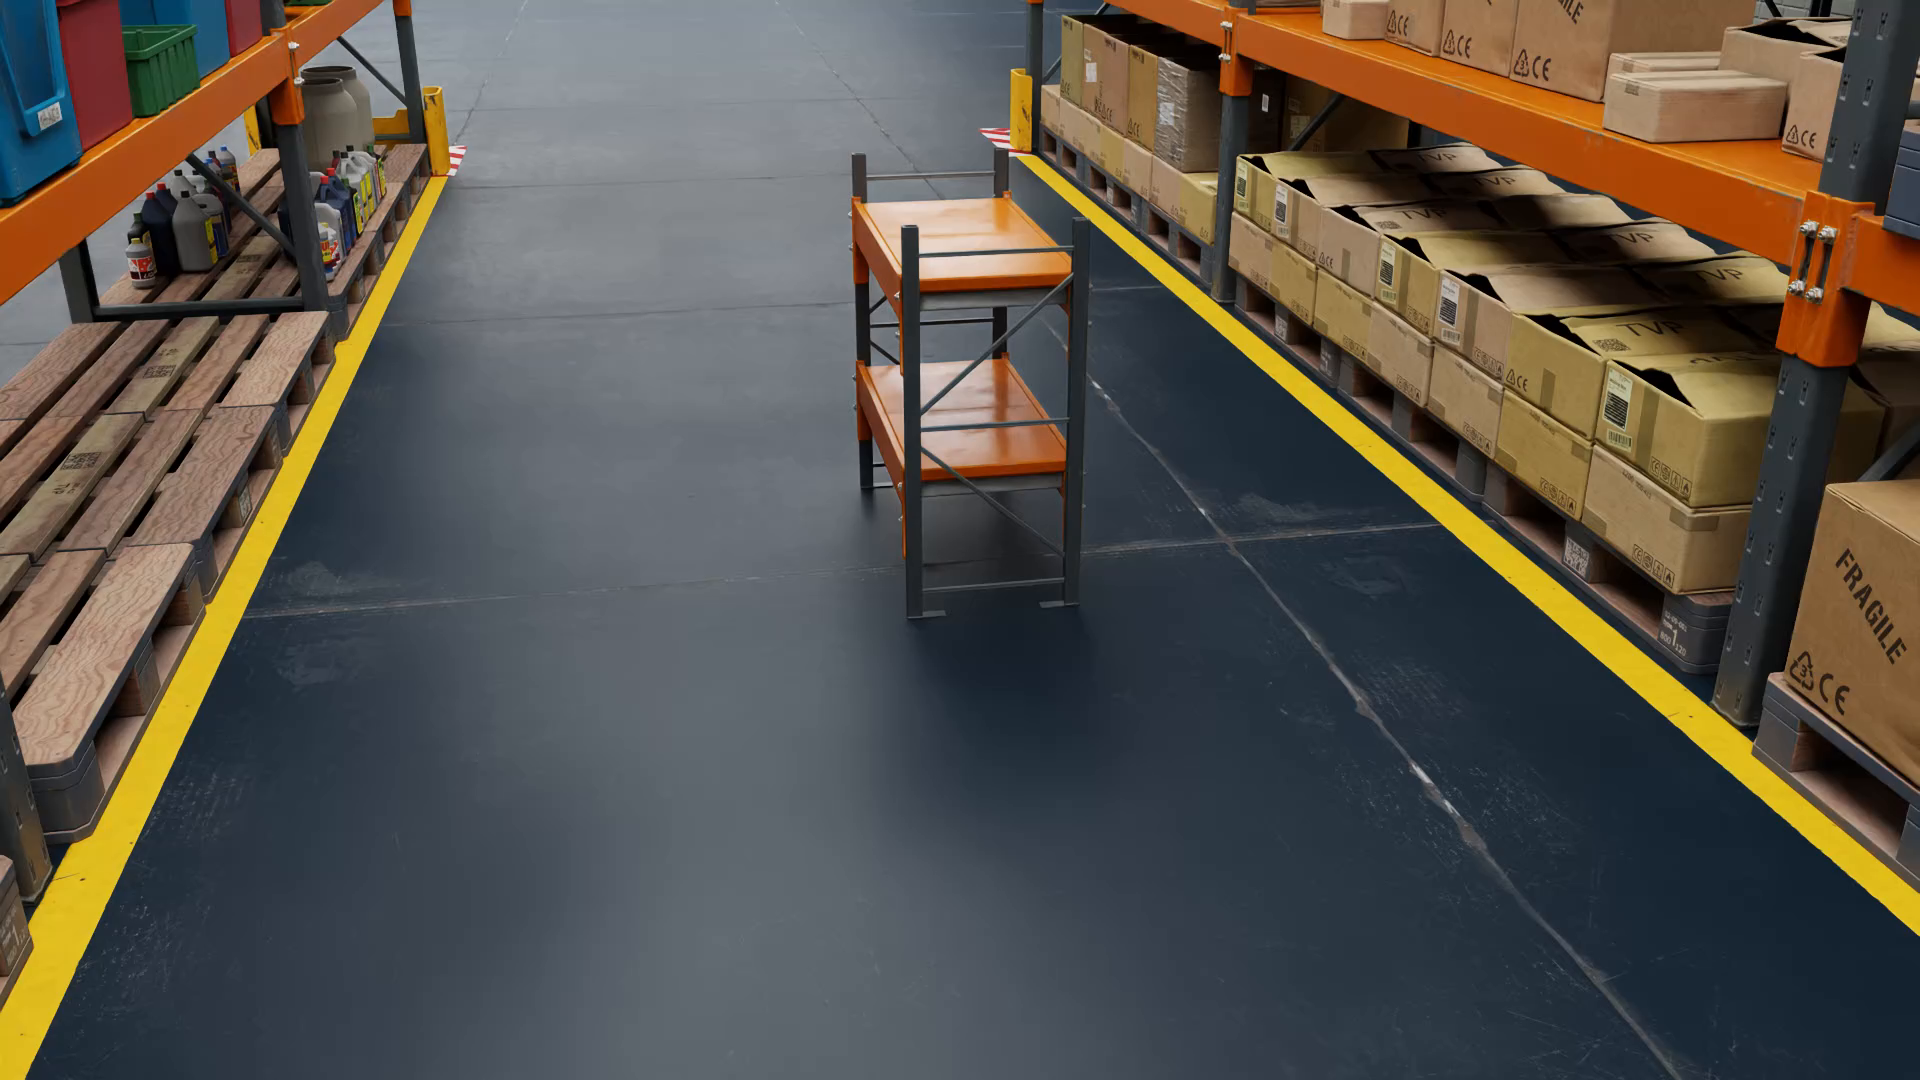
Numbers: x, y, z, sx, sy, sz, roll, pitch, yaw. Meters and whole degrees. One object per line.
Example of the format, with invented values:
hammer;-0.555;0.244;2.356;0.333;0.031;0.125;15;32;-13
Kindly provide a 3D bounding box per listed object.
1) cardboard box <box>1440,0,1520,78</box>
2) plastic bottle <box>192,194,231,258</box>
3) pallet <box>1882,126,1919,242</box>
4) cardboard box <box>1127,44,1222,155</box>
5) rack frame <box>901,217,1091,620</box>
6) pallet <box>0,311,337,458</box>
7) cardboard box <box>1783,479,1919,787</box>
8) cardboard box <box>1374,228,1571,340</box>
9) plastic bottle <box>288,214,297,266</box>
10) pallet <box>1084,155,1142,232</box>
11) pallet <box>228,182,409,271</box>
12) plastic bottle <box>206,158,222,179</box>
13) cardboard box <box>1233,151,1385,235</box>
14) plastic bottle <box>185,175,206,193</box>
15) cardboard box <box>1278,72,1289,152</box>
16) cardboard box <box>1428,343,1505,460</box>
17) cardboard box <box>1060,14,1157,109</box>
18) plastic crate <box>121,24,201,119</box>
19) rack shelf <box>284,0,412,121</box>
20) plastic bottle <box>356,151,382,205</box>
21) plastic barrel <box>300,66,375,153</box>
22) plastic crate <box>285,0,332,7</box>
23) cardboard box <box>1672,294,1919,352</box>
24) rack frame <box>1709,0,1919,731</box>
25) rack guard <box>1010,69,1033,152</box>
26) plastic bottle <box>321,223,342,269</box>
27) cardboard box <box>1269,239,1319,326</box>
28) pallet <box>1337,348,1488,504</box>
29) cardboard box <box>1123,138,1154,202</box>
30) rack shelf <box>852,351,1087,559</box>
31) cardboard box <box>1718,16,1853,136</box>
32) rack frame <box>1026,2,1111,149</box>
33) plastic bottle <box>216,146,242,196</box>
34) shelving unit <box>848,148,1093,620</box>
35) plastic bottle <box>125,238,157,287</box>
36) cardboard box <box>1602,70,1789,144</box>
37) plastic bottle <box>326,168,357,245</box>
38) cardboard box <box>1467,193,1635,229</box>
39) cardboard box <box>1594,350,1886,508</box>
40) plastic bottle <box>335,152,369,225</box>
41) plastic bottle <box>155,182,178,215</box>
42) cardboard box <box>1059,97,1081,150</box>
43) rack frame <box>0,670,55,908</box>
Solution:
cardboard box;2.003;-1.870;5.660;0.500;0.500;0.500;-4;24;-10
plastic bottle;-3.478;-1.449;7.673;0.152;0.276;0.135;-4;24;-10
pallet;2.621;-0.609;3.137;1.213;0.211;1.003;-4;24;-10
cardboard box;1.209;-2.368;8.899;0.500;0.500;0.500;-4;24;-10
rack frame;0.095;-0.313;4.561;0.500;1.125;0.032;-4;24;-10
pallet;-2.998;-0.583;6.321;1.003;0.211;1.213;-4;24;-10
cardboard box;2.230;0.185;3.651;0.500;0.500;0.500;-3;24;-7
cardboard box;1.804;-0.936;5.855;0.500;0.311;0.500;-4;24;-8
plastic bottle;-3.001;-1.399;7.549;0.061;0.283;0.133;-4;24;-10
pallet;1.352;-2.051;9.682;1.003;0.211;1.213;-4;24;-10
pallet;-3.494;-1.637;8.735;1.003;0.211;1.213;-4;24;-10
plastic bottle;-3.829;-1.821;8.530;0.097;0.271;0.097;0;24;0
cardboard box;1.519;-1.541;7.240;0.500;0.311;0.500;-4;24;-10
plastic bottle;-3.705;-1.619;8.063;0.152;0.276;0.135;-4;24;-9
cardboard box;1.809;-2.210;8.536;0.500;0.500;0.500;-4;24;-10
cardboard box;1.901;-0.481;5.513;0.500;0.250;0.500;-4;24;-9
cardboard box;0.922;-2.958;10.248;0.500;0.500;0.500;-4;24;-10
plastic crate;-2.582;-1.406;4.986;0.450;0.188;0.662;-4;24;-10
rack shelf;-3.551;-2.624;8.409;1.077;0.370;4.000;-4;24;-10
plastic bottle;-3.131;-1.903;8.712;0.152;0.276;0.135;-4;24;-9
plastic barrel;-3.724;-2.539;9.900;0.421;0.512;0.421;0;24;0
plastic crate;-3.155;-2.625;7.777;0.450;0.188;0.662;-4;24;-10
cardboard box;2.513;-0.582;5.045;0.500;0.311;0.500;-5;24;-11
rack frame;2.427;-0.959;3.697;1.000;3.000;0.127;-4;24;-10
rack guard;0.943;-2.969;11.424;1.175;0.500;0.348;-4;24;-10
plastic bottle;-2.847;-1.324;7.480;0.097;0.201;0.097;0;24;0
cardboard box;1.611;-1.086;6.900;0.500;0.250;0.500;-4;24;-8
pallet;2.091;-0.486;6.100;1.003;0.211;1.213;-4;24;-10
cardboard box;1.197;-2.024;9.047;0.500;0.250;0.500;-4;24;-10
rack shelf;0.001;-0.289;5.117;0.538;0.278;1.000;-4;24;-10
cardboard box;2.452;-1.284;4.554;0.500;0.311;0.500;-5;24;-10
rack frame;0.947;-4.105;10.902;1.000;3.000;0.127;-4;24;-10
plastic bottle;-3.892;-1.955;8.839;0.097;0.271;0.097;0;24;0
shelving unit;0.001;-0.513;5.019;0.538;1.125;1.048;-4;24;-10
plastic bottle;-3.555;-1.206;7.210;0.097;0.201;0.097;0;24;0
cardboard box;1.989;-1.177;4.511;0.380;0.149;0.250;-4;24;-10
plastic bottle;-2.958;-1.577;7.873;0.144;0.351;0.185;-5;24;-12
cardboard box;2.236;-1.183;6.420;0.500;0.311;0.500;-4;24;-10
cardboard box;2.088;-0.336;4.482;0.500;0.311;0.500;-4;24;-8
plastic bottle;-3.036;-1.744;8.256;0.144;0.351;0.185;-4;24;-10
plastic bottle;-3.619;-1.462;7.610;0.144;0.351;0.185;-6;24;-12
cardboard box;0.924;-2.614;10.398;0.500;0.250;0.500;-4;24;-10
rack frame;-2.442;-0.594;2.861;1.000;3.000;0.127;-4;24;-10
